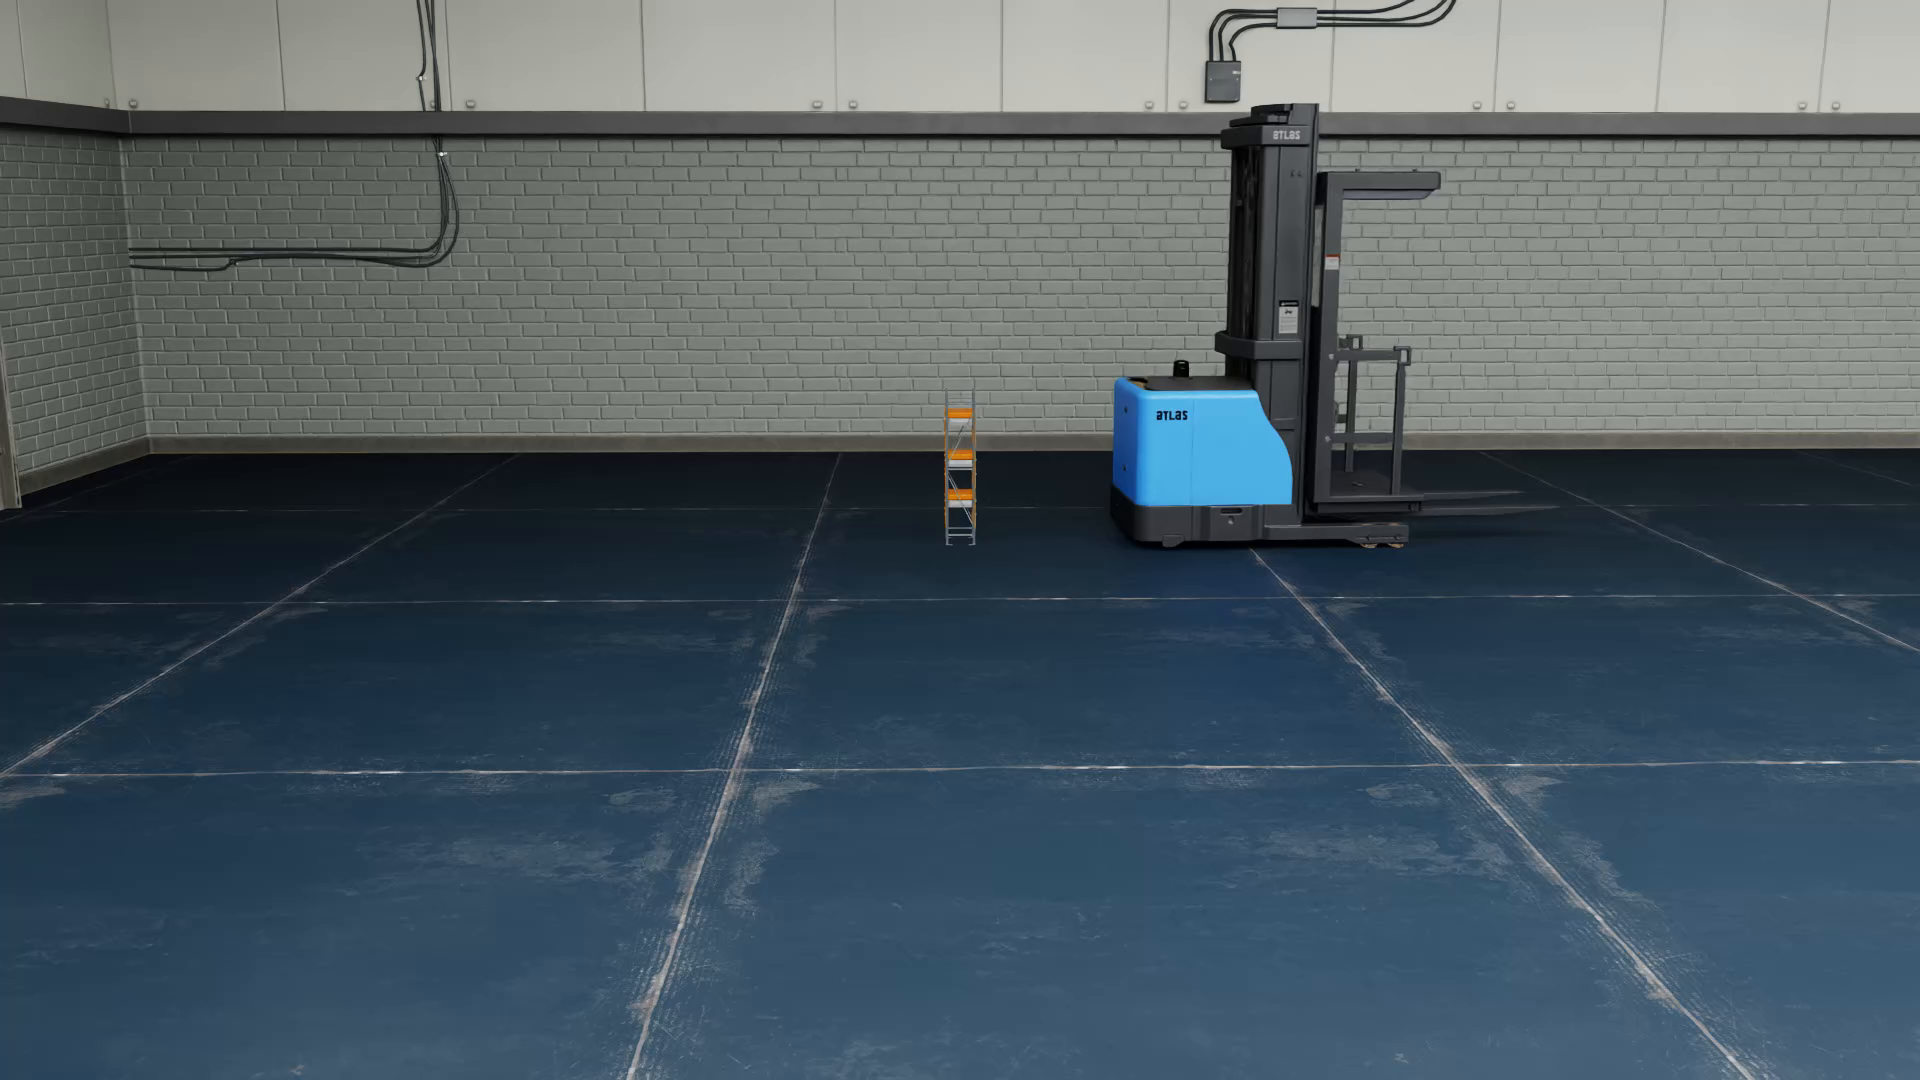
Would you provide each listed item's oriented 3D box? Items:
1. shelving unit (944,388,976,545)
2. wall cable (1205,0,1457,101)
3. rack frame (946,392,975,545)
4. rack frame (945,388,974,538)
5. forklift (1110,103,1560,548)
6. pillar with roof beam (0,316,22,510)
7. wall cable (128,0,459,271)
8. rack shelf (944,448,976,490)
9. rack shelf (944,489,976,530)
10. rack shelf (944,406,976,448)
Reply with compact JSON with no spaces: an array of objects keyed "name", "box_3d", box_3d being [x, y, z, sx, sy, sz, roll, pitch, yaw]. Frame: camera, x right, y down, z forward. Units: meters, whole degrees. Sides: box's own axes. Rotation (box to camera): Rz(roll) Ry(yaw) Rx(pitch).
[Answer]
[{"name":"shelving unit","box_3d":[0.001,-0.504,11.402,0.215,1.050,0.252,0,11,-1]},{"name":"wall cable","box_3d":[3.378,-6.919,14.478,2.305,6.003,0.169,0,11,-1]},{"name":"rack frame","box_3d":[0.004,-0.480,11.283,0.200,1.050,0.008,0,11,-1]},{"name":"rack frame","box_3d":[-0.001,-0.528,11.522,0.200,1.050,0.008,0,11,-1]},{"name":"forklift","box_3d":[2.636,-1.484,11.504,3.031,2.935,1.130,-1,12,-5]},{"name":"pillar with roof beam","box_3d":[-3.071,-4.643,11.813,9.100,9.000,0.400,0,11,-1]},{"name":"wall cable","box_3d":[-6.114,-3.695,14.948,3.097,2.526,0.112,0,11,-1]},{"name":"rack shelf","box_3d":[0.001,-0.494,11.404,0.215,0.259,0.240,0,11,-1]},{"name":"rack shelf","box_3d":[0.001,-0.221,11.460,0.215,0.259,0.240,0,11,-1]},{"name":"rack shelf","box_3d":[0.001,-0.772,11.348,0.215,0.259,0.240,0,11,-1]}]
